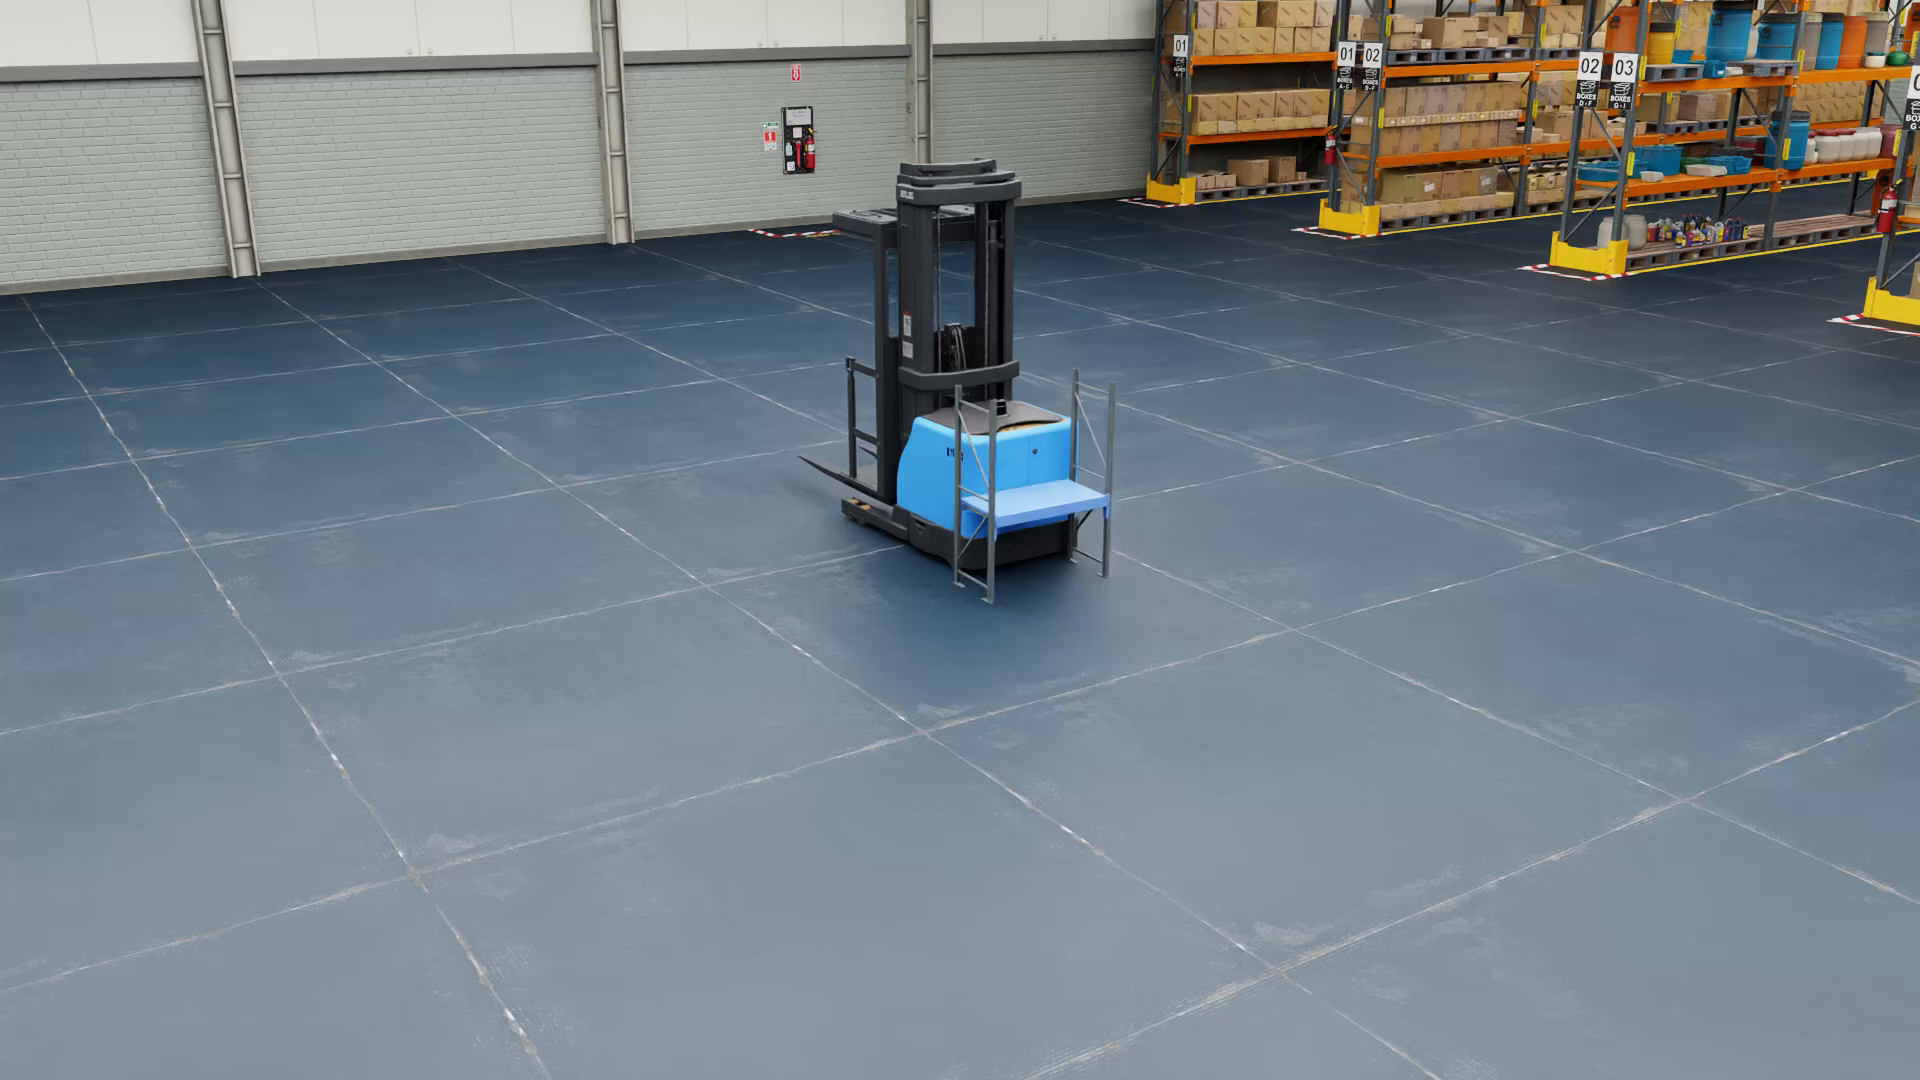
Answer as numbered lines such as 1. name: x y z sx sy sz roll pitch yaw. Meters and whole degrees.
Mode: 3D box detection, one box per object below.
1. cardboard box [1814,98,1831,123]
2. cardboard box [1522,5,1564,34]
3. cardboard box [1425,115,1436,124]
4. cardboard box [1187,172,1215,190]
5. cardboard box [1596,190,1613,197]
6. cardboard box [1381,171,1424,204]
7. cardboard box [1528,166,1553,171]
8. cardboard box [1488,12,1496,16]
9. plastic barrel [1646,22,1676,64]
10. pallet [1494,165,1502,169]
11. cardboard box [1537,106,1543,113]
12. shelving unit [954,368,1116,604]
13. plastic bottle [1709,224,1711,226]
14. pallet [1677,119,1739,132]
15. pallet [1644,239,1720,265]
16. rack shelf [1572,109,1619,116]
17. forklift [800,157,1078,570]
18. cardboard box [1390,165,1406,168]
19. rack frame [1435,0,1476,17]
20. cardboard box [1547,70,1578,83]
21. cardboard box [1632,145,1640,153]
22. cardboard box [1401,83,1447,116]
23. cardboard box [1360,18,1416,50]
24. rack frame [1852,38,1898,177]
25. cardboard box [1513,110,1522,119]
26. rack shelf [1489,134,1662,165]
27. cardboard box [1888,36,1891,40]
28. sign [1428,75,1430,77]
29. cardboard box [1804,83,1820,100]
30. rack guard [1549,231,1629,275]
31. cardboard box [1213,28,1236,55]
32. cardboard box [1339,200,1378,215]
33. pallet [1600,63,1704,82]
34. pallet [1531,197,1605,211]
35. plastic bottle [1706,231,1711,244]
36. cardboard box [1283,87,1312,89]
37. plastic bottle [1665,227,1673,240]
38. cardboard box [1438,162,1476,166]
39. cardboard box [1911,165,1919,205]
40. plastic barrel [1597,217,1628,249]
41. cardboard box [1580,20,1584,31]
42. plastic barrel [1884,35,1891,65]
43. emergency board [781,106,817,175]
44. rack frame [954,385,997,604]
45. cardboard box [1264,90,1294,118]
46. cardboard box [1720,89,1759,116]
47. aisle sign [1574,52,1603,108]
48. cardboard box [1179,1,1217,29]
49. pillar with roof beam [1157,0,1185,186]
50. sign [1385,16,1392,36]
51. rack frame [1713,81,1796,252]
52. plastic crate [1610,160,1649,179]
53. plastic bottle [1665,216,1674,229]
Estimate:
1. cardboard box: 18.330 -9.256 35.784 0.500 0.500 0.500 -12 22 -32
2. cardboard box: 10.765 -9.606 30.701 0.500 0.500 0.500 -12 22 -31
3. cardboard box: 8.195 -7.448 29.423 0.250 0.149 0.380 -13 23 -33
4. cardboard box: 4.787 -7.257 33.537 0.500 0.311 0.500 -15 24 -37
5. cardboard box: 12.414 -6.868 32.513 0.500 0.250 0.500 -11 22 -30
6. cardboard box: 7.874 -6.275 29.589 0.500 0.500 0.500 -12 22 -31
7. cardboard box: 11.258 -7.095 32.309 0.500 0.311 0.500 -12 22 -32
8. cardboard box: 11.628 -11.518 37.104 0.500 0.500 0.700 -13 23 -34
9. plastic barrel: 10.491 -7.518 25.166 0.600 0.588 0.600 0 19 0
10. pallet: 11.541 -8.431 37.853 1.213 0.211 1.003 -12 22 -31
11. cardboard box: 13.188 -9.921 38.268 0.250 0.149 0.380 -12 22 -31
12. shelving unit: 0.537 -0.407 12.096 1.048 1.500 0.538 -11 22 -30
13. plastic bottle: 12.062 -4.942 26.734 0.133 0.283 0.061 -12 22 -31
14. pallet: 15.191 -8.562 34.186 1.213 0.211 1.003 -12 22 -31
15. pallet: 11.346 -4.634 26.623 1.213 0.211 1.003 -12 22 -31
16. rack shelf: 15.853 -10.349 40.297 4.000 0.370 1.077 -12 22 -31
17. forklift: -0.317 -1.584 13.352 1.130 2.935 3.031 -12 22 -31
18. cardboard box: 9.375 -8.362 36.511 0.500 0.500 0.700 -12 22 -32
19. rack frame: 10.841 -12.475 36.095 0.127 3.000 1.000 -12 22 -31
20. cardboard box: 13.933 -10.740 38.507 0.500 0.250 0.500 -11 22 -30
21. cardboard box: 16.156 -9.730 40.590 0.500 0.500 0.700 -13 22 -33
22. cardboard box: 8.186 -7.833 29.549 0.500 0.500 0.700 -12 22 -31
23. cardboard box: 7.370 -8.735 28.680 0.637 0.503 0.797 -10 21 -28
24. rack frame: 20.250 -9.718 37.306 0.127 3.000 1.000 -12 22 -31
25. cardboard box: 10.119 -7.854 30.623 0.250 0.149 0.380 -12 22 -31
26. rack shelf: 11.899 -7.616 32.211 4.000 0.370 1.077 -12 22 -31
27. cardboard box: 19.966 -10.907 36.374 0.500 0.250 0.500 -12 22 -31
28. sign: 10.533 -10.330 37.308 0.005 0.325 0.100 -12 22 -31
29. cardboard box: 17.889 -9.633 35.338 0.500 0.500 0.500 -13 22 -33
30. rack guard: 9.646 -4.416 25.526 0.348 0.500 1.175 -12 22 -31
31. cardboard box: 5.045 -9.779 32.616 0.500 0.500 0.500 -10 21 -28
32. cardboard box: 7.173 -5.970 29.856 0.500 0.250 0.500 -12 22 -31
33. pallet: 10.353 -7.025 24.953 1.213 0.211 1.003 -12 22 -31
34. pallet: 11.842 -6.640 32.555 1.213 0.211 1.003 -12 22 -31
35. plastic bottle: 11.919 -4.825 26.514 0.097 0.201 0.097 0 19 0
36. cardboard box: 6.993 -9.195 34.793 0.500 0.500 0.500 -13 22 -33
37. plastic bottle: 11.482 -4.965 26.929 0.097 0.201 0.097 0 19 0
38. cardboard box: 9.256 -6.768 31.047 0.500 0.500 0.500 -12 22 -31
39. cardboard box: 12.807 -4.527 21.332 0.500 0.500 0.875 -12 22 -31
40. plastic barrel: 10.116 -4.731 25.784 0.421 0.512 0.421 0 19 0
41. cardboard box: 14.625 -12.117 39.142 0.500 0.250 0.500 -12 22 -31
42. plastic barrel: 15.862 -8.484 28.800 0.421 0.512 0.421 0 19 0
43. emergency board: -2.827 -7.097 29.553 0.643 1.169 0.194 -12 22 -31
44. rack frame: 0.104 -0.321 11.843 0.032 1.500 0.500 -11 22 -30
45. cardboard box: 6.436 -8.881 33.863 0.500 0.500 0.500 -13 22 -33
46. cardboard box: 16.391 -9.236 35.069 0.700 0.500 0.500 14 23 35
47. aisle sign: 9.385 -6.872 24.830 0.004 0.787 0.394 -12 22 -31
48. cardboard box: 4.615 -10.178 32.236 0.500 0.500 0.500 -14 23 -35
49. pillar with roof beam: 6.637 -10.269 29.570 0.400 9.000 9.100 -12 22 -31
50. sign: 7.188 -8.623 27.895 0.005 0.325 0.100 -12 22 -31
51. rack frame: 12.949 -6.279 27.133 0.127 3.000 1.000 -12 22 -31
52. plastic crate: 10.408 -5.785 25.904 0.408 0.251 0.499 -12 22 -31
53. plastic bottle: 11.534 -5.093 27.075 0.185 0.351 0.144 -12 22 -32
